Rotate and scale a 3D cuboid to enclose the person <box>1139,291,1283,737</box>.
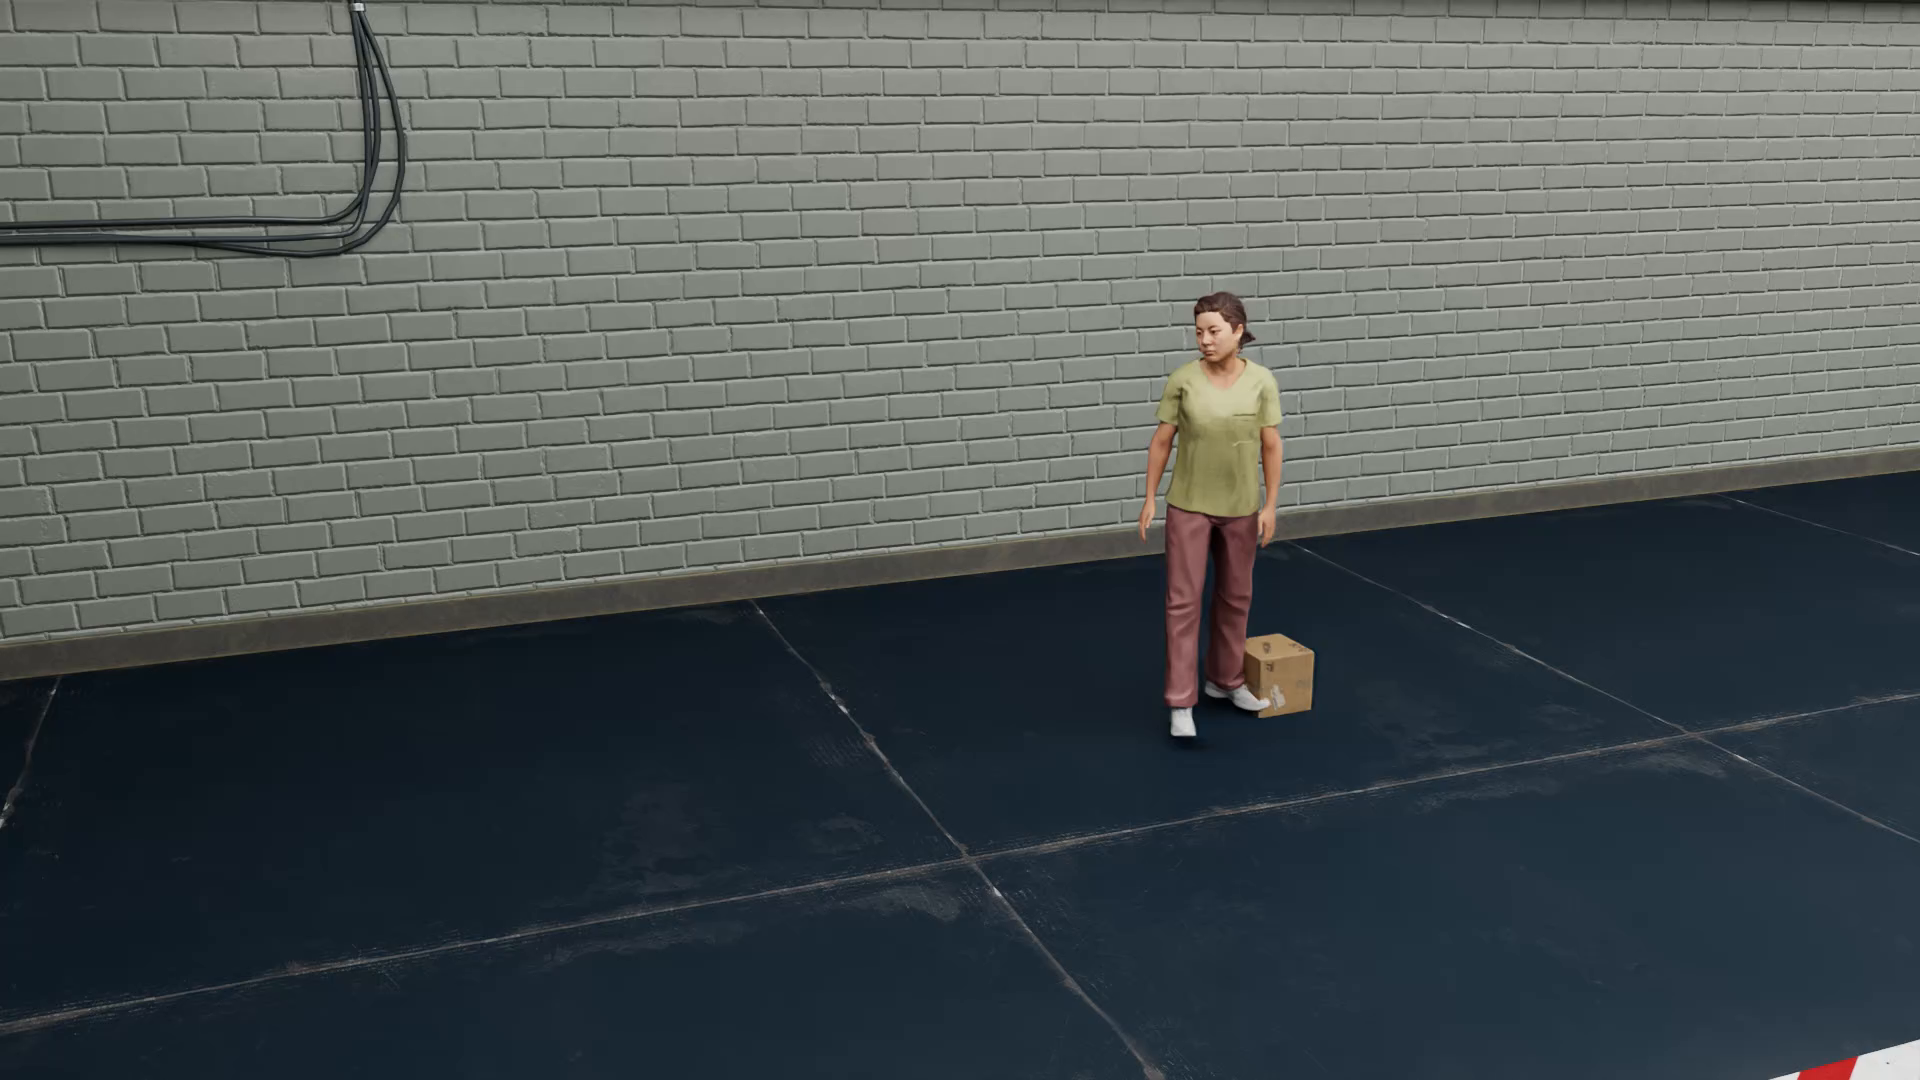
[{"bbox_3d":[0.960,-0.104,6.314,0.550,1.666,0.584,0,16,-1],"label":"person"}]
